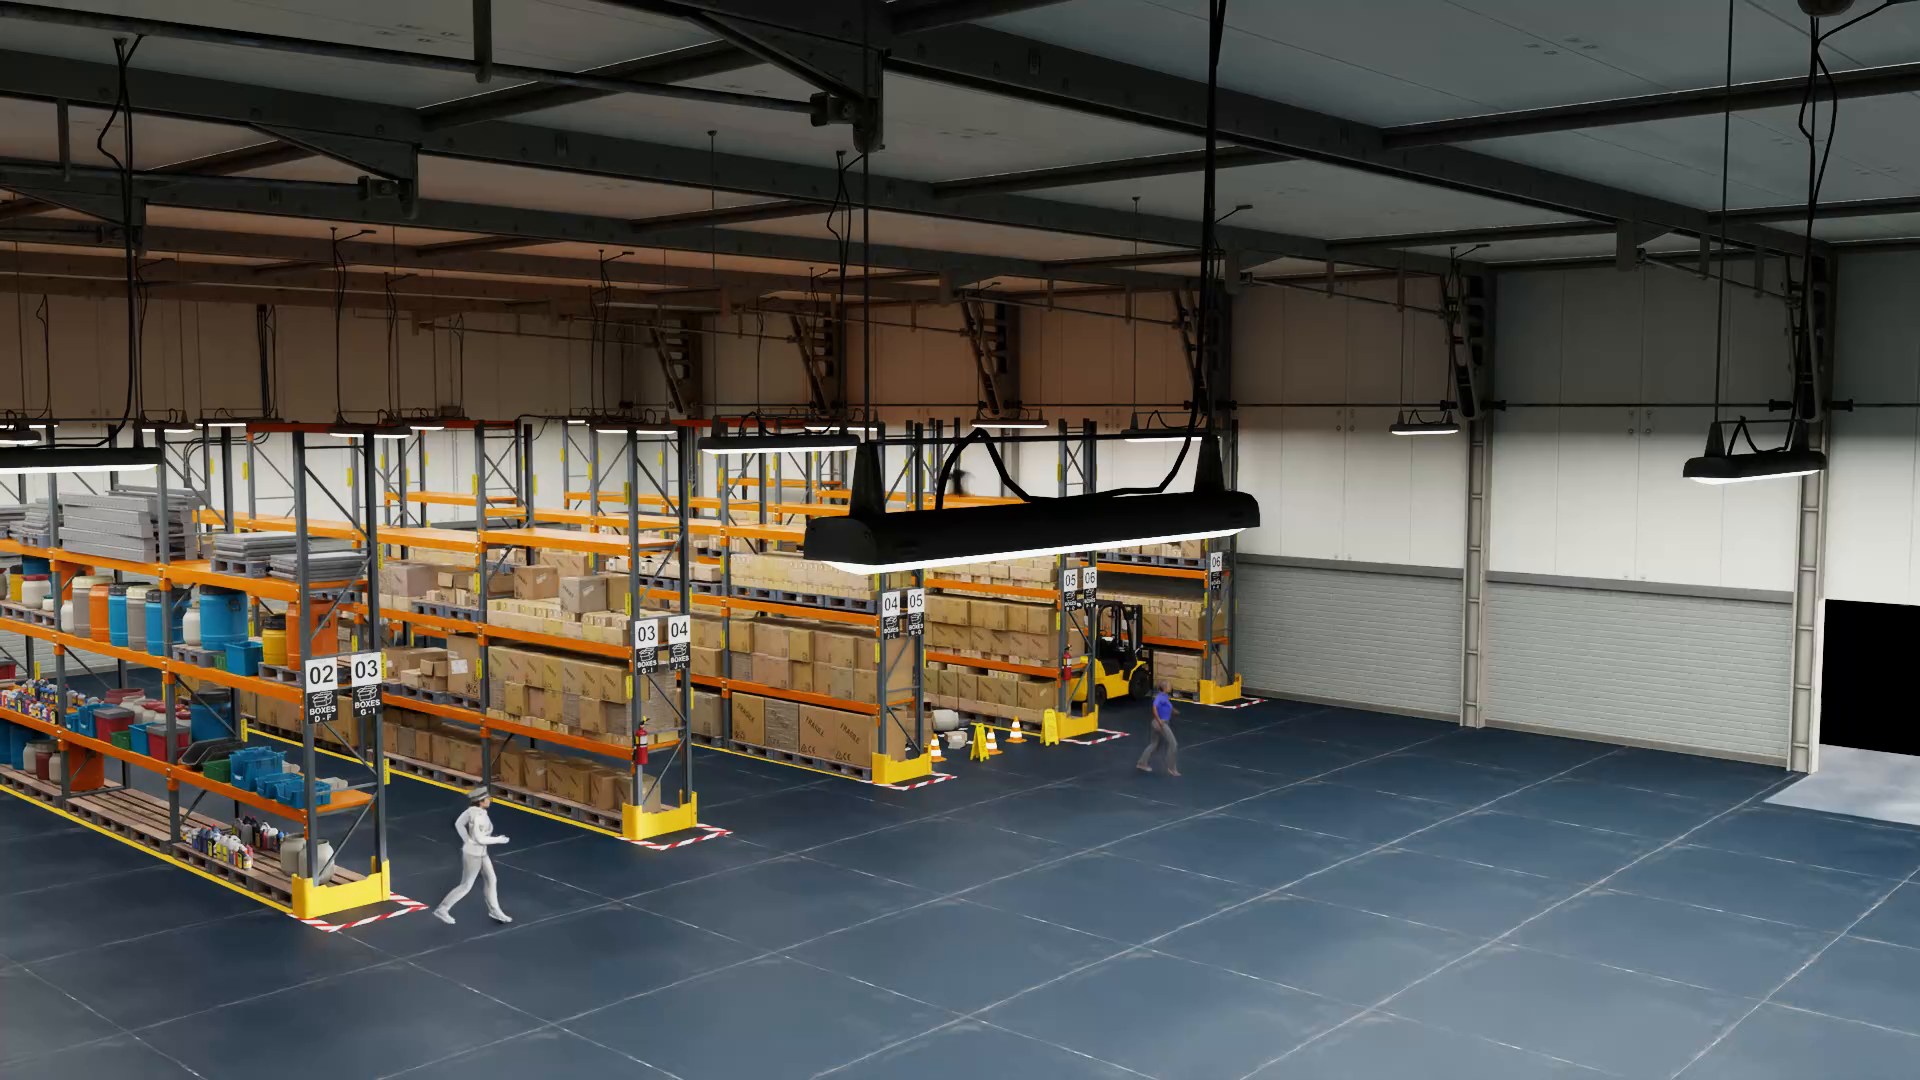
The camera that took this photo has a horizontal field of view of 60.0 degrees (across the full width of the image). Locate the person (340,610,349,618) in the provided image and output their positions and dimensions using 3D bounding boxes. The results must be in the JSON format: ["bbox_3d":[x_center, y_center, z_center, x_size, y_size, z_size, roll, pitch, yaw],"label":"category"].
[{"bbox_3d":[-14.039,2.399,37.942,0.562,1.687,0.684,-3,6,-36],"label":"person"}]

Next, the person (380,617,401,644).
[{"bbox_3d":[-13.601,2.293,39.767,0.538,1.575,0.895,1,5,15],"label":"person"}]

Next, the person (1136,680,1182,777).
[{"bbox_3d":[3.405,3.220,28.195,0.762,1.691,0.664,0,5,-1],"label":"person"}]

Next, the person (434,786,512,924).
[{"bbox_3d":[-5.922,3.846,20.152,0.907,1.710,0.554,-1,5,-16],"label":"person"}]
